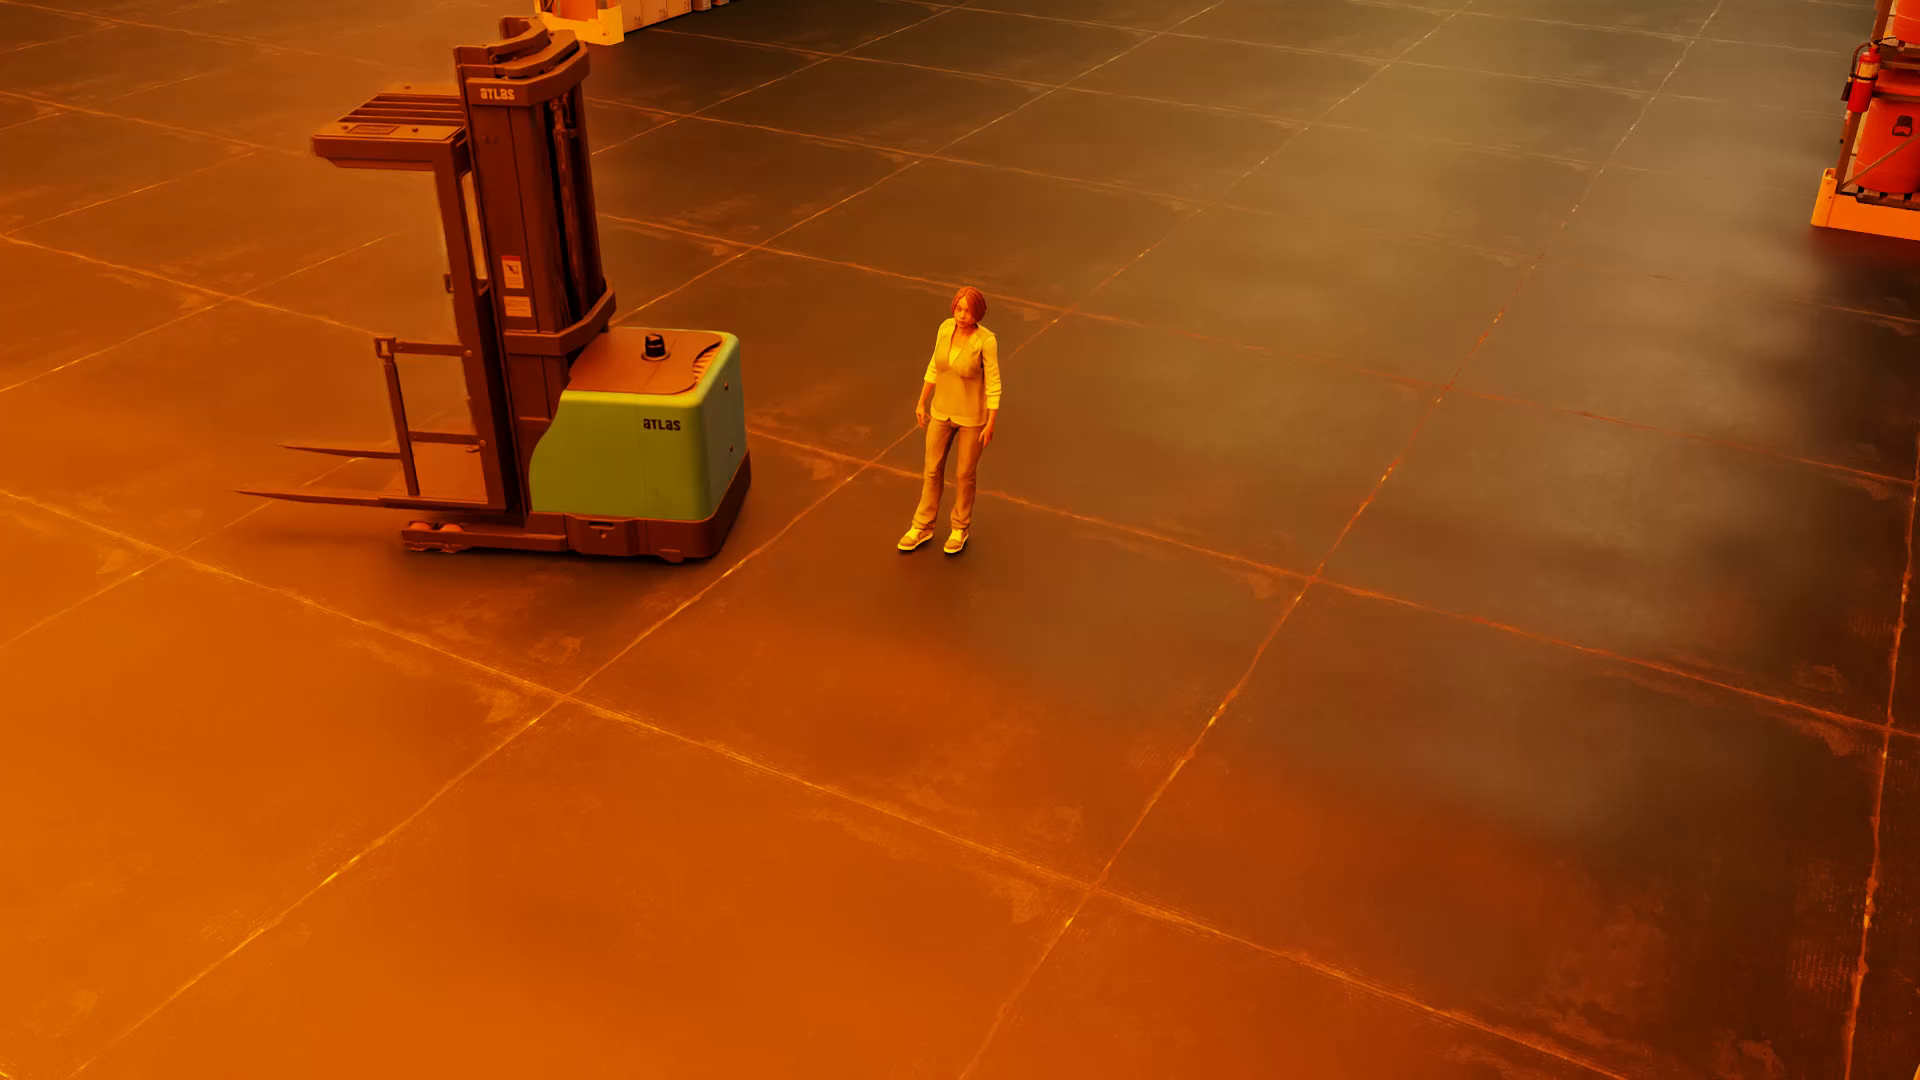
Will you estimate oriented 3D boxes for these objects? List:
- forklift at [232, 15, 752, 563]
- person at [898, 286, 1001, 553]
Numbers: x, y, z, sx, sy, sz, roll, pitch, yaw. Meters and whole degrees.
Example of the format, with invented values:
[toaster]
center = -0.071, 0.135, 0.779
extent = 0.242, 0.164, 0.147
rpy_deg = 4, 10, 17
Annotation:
[forklift]
center = -2.871, -1.450, 9.584
extent = 3.031, 2.935, 1.130
rpy_deg = 4, 30, 6
[person]
center = -0.049, -0.663, 9.553
extent = 0.520, 1.585, 0.473
rpy_deg = 15, 33, 25
